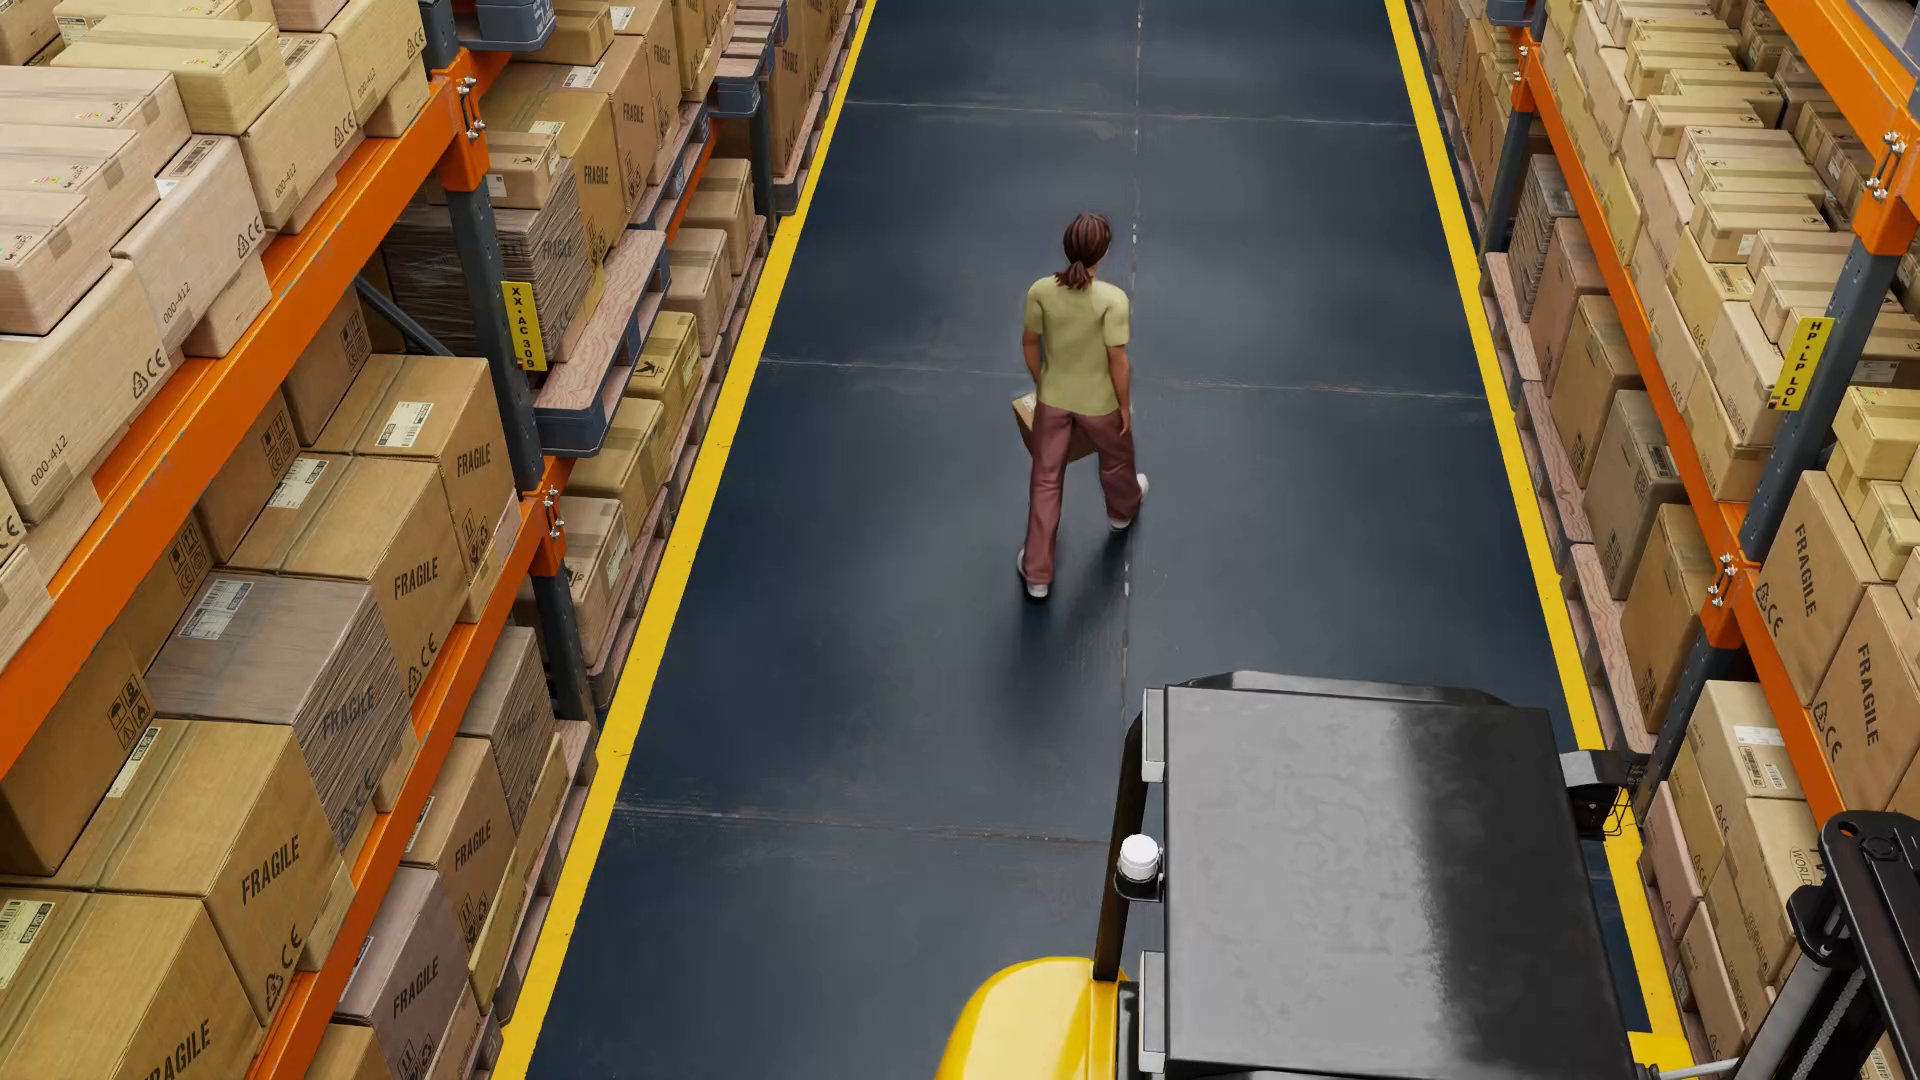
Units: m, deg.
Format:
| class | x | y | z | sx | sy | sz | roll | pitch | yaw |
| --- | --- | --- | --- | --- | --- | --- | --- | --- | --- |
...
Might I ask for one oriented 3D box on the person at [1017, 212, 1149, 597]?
| class | x | y | z | sx | sy | sz | roll | pitch | yaw |
| --- | --- | --- | --- | --- | --- | --- | --- | --- | --- |
| person | 0.503 | -0.617 | 6.888 | 0.499 | 1.631 | 0.864 | 12 | 42 | 14 |
